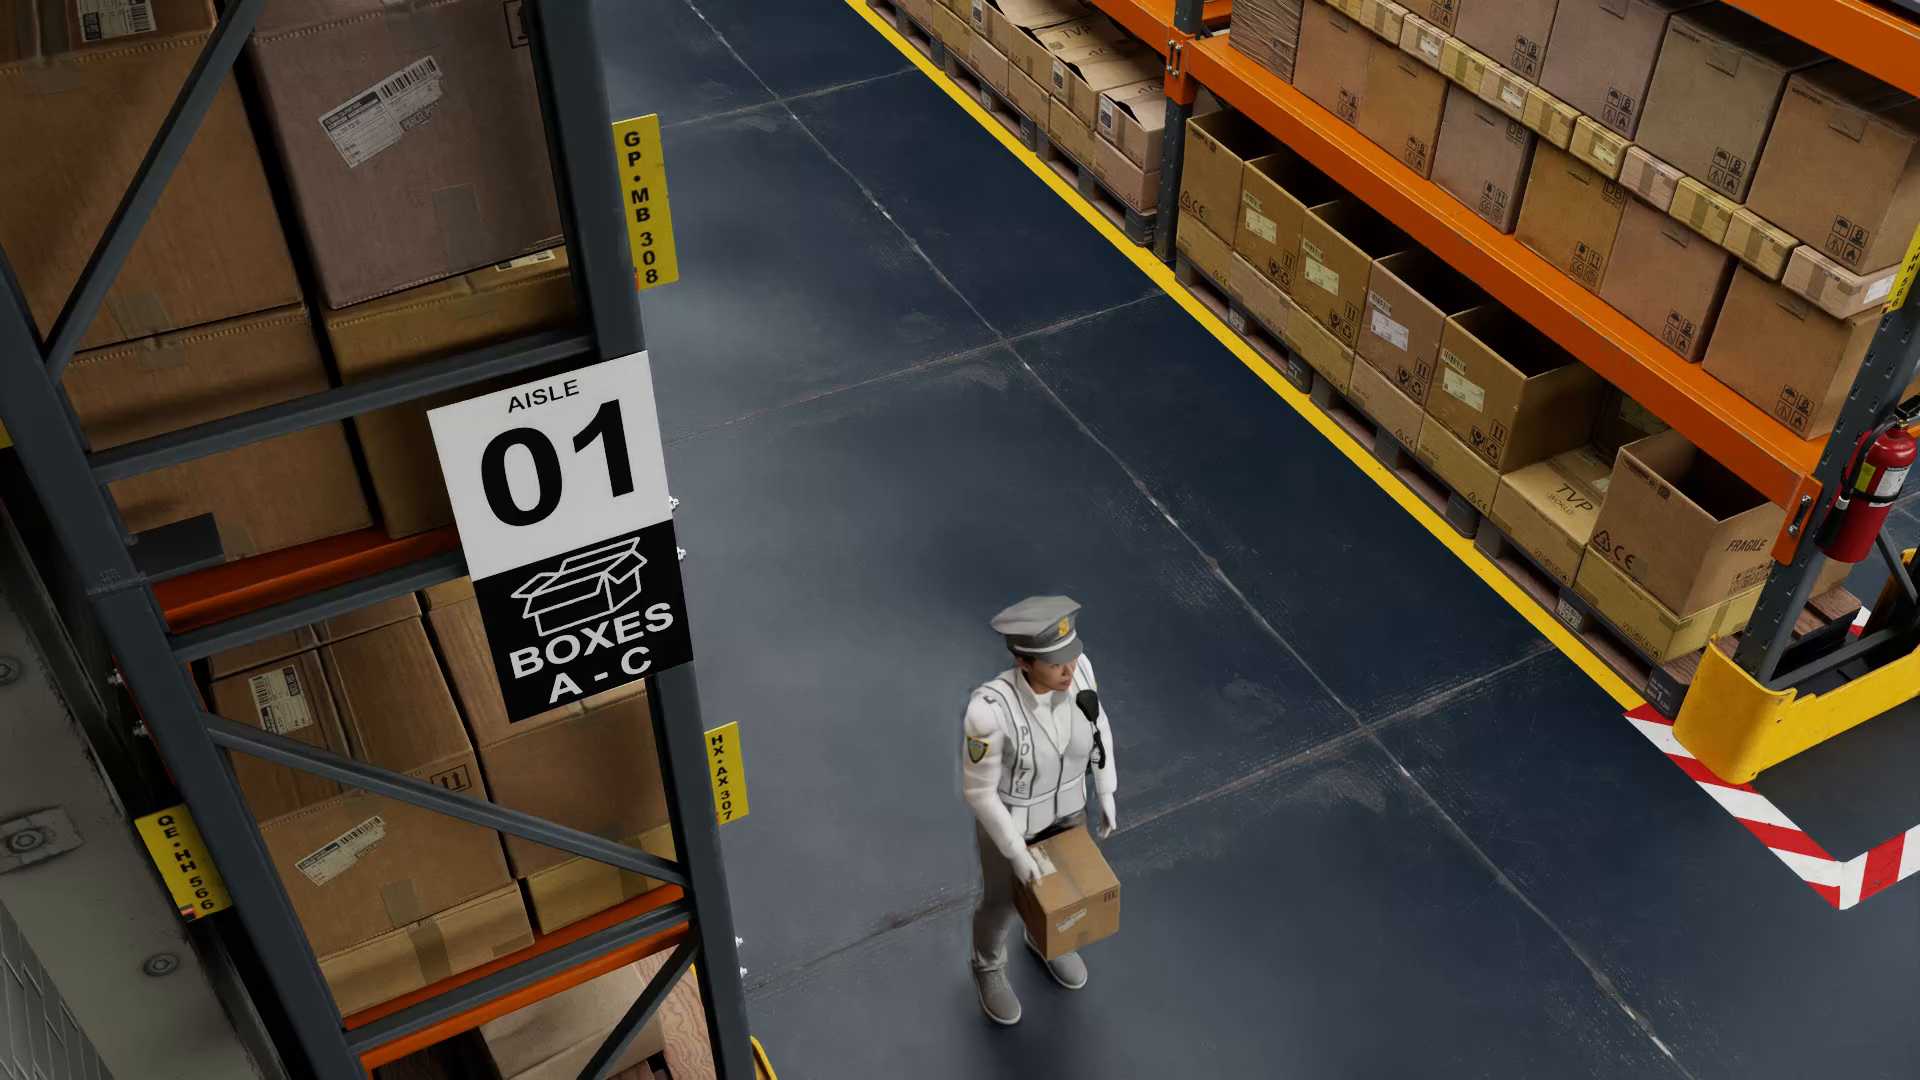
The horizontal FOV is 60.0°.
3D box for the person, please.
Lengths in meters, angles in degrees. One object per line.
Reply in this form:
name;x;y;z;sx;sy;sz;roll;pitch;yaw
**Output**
person;0.238;0.500;4.920;0.370;0.833;0.314;-24;47;-25
